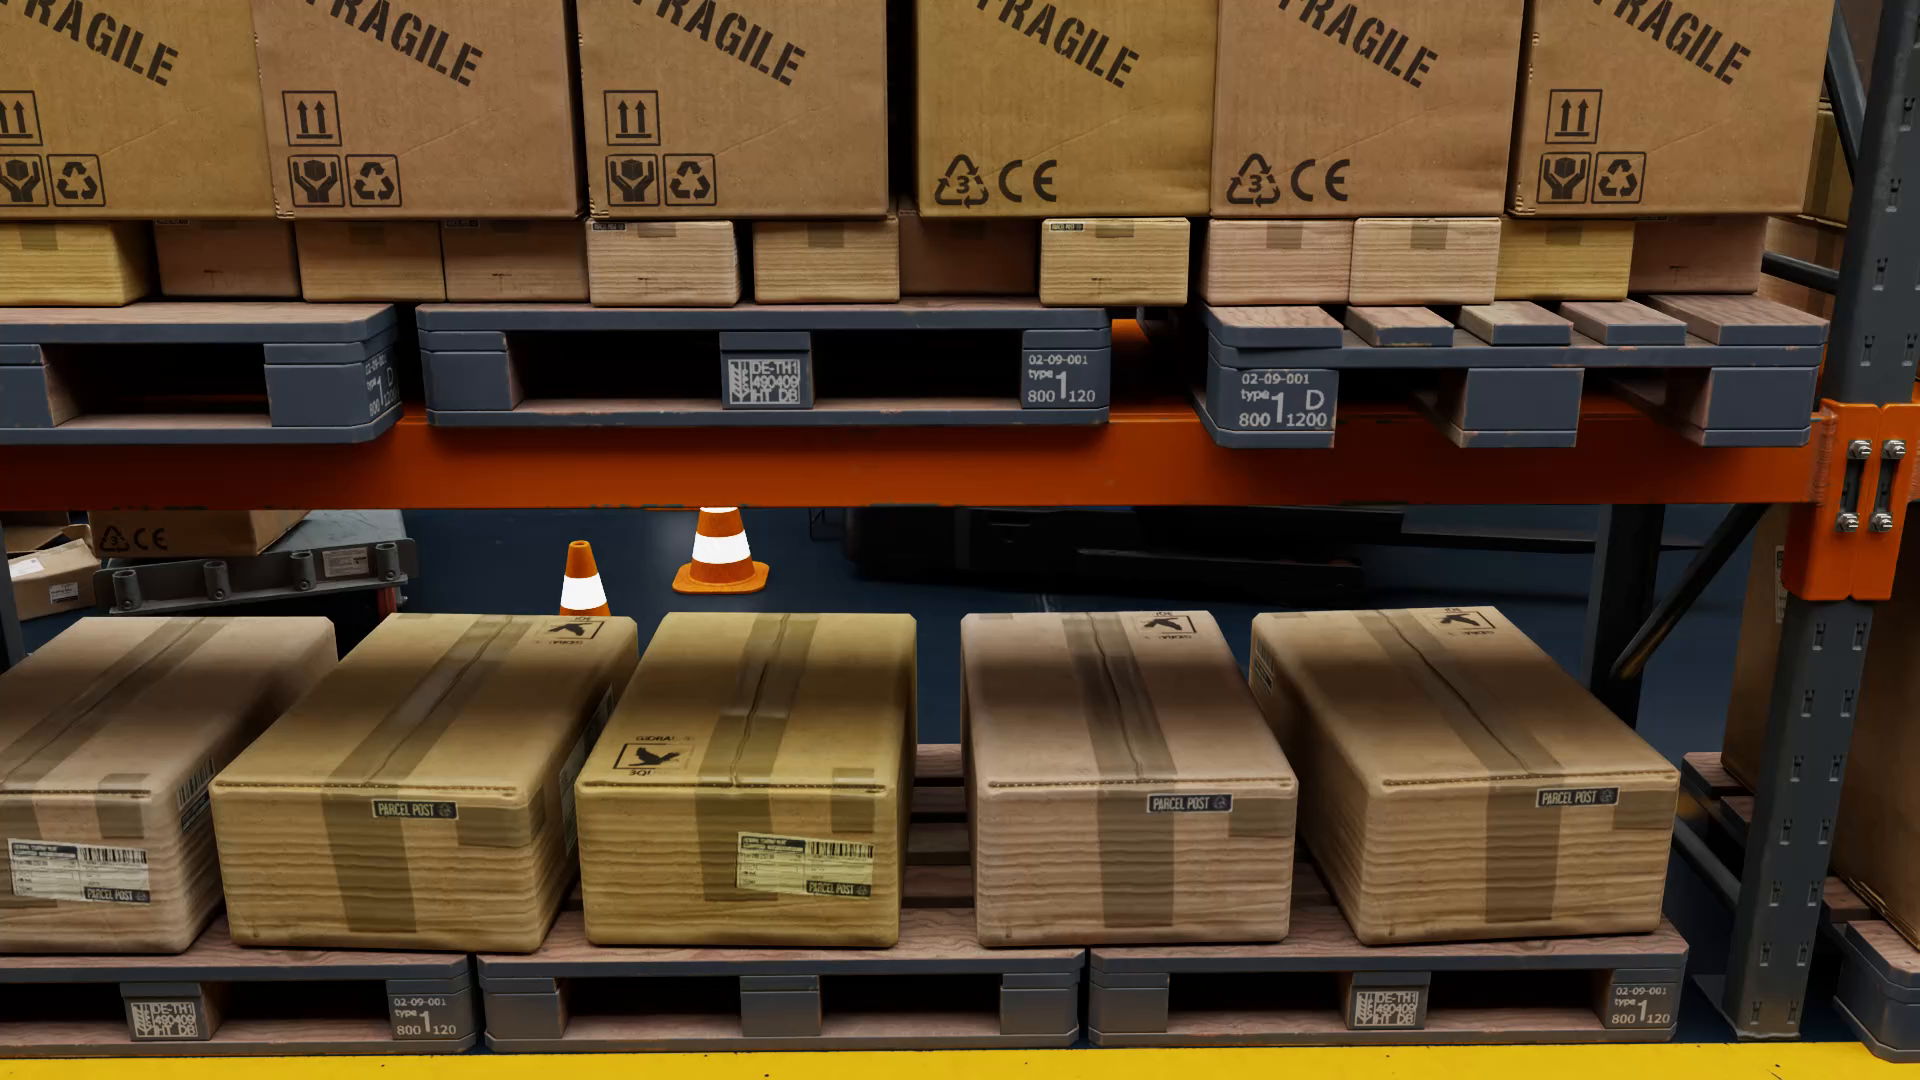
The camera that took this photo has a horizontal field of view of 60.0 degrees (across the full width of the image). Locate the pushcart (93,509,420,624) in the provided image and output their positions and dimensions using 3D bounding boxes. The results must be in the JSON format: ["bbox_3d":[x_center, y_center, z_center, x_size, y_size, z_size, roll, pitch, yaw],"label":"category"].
[{"bbox_3d":[-2.452,0.009,5.902,0.936,0.377,1.648,-7,19,-20],"label":"pushcart"}]

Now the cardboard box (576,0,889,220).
[{"bbox_3d":[-0.384,-0.854,2.961,0.500,0.500,0.500,-1,18,-3],"label":"cardboard box"}]

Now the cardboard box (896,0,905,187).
[{"bbox_3d":[0.128,-1.011,3.451,0.500,0.500,0.500,0,18,0],"label":"cardboard box"}]

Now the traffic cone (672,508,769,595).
[{"bbox_3d":[-0.874,-0.076,6.027,0.334,0.463,0.336,0,18,-1],"label":"traffic cone"}]

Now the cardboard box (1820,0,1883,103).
[{"bbox_3d":[2.146,-1.169,3.480,0.500,0.500,0.500,-1,18,-2],"label":"cardboard box"}]

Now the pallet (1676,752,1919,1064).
[{"bbox_3d":[2.423,0.784,3.758,1.213,0.211,1.003,0,18,-1],"label":"pallet"}]

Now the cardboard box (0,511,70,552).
[{"bbox_3d":[-3.715,-0.189,6.091,0.503,0.637,0.797,0,18,-1],"label":"cardboard box"}]

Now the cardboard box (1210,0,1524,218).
[{"bbox_3d":[0.666,-0.859,2.977,0.500,0.500,0.500,-1,18,-2],"label":"cardboard box"}]

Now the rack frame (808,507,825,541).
[{"bbox_3d":[-0.571,-0.460,6.508,0.006,0.900,0.240,3,18,9],"label":"rack frame"}]

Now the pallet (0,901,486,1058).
[{"bbox_3d":[-1.588,0.780,3.770,1.213,0.211,1.003,0,18,-1],"label":"pallet"}]

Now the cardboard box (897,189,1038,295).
[{"bbox_3d":[0.011,-0.564,3.120,0.250,0.149,0.380,0,18,0],"label":"cardboard box"}]

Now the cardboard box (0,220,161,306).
[{"bbox_3d":[-1.559,-0.529,3.008,0.250,0.149,0.380,0,18,0],"label":"cardboard box"}]

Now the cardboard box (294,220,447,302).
[{"bbox_3d":[-1.019,-0.542,3.050,0.250,0.149,0.380,0,18,0],"label":"cardboard box"}]

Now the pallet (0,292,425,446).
[{"bbox_3d":[-1.600,-0.411,3.234,1.213,0.211,1.003,0,18,-1],"label":"pallet"}]

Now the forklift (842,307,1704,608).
[{"bbox_3d":[1.129,-1.334,5.906,3.031,2.935,1.130,3,18,9],"label":"forklift"}]

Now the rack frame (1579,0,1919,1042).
[{"bbox_3d":[1.633,-0.563,3.391,0.127,3.000,1.000,0,18,-1],"label":"rack frame"}]

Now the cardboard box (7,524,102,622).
[{"bbox_3d":[-3.215,0.107,5.780,0.396,0.266,0.258,-15,23,-39],"label":"cardboard box"}]

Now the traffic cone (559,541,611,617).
[{"bbox_3d":[-1.148,0.231,5.070,0.334,0.463,0.336,0,18,-1],"label":"traffic cone"}]

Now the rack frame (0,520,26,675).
[{"bbox_3d":[-2.366,-0.544,3.331,0.127,3.000,1.000,0,18,-1],"label":"rack frame"}]

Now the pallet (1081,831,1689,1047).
[{"bbox_3d":[0.852,0.768,3.807,1.213,0.211,1.003,0,18,-1],"label":"pallet"}]

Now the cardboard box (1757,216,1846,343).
[{"bbox_3d":[2.135,-0.573,3.669,0.500,0.250,0.500,-1,18,-3],"label":"cardboard box"}]

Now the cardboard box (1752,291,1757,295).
[{"bbox_3d":[3.692,-1.019,8.219,0.500,0.500,0.500,-1,18,-2],"label":"cardboard box"}]

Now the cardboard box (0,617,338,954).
[{"bbox_3d":[-1.842,0.504,3.679,0.625,0.372,0.950,0,18,0],"label":"cardboard box"}]

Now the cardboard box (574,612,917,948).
[{"bbox_3d":[-0.428,0.496,3.705,0.625,0.372,0.950,0,18,1],"label":"cardboard box"}]

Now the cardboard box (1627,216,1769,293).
[{"bbox_3d":[1.309,-0.570,3.137,0.250,0.149,0.380,0,18,1],"label":"cardboard box"}]

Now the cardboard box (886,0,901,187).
[{"bbox_3d":[-0.372,-1.011,3.451,0.500,0.500,0.500,-1,18,-3],"label":"cardboard box"}]

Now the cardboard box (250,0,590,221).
[{"bbox_3d":[-0.898,-0.848,2.943,0.500,0.500,0.500,0,18,-1],"label":"cardboard box"}]

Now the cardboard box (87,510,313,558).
[{"bbox_3d":[-2.424,-0.257,5.292,0.500,0.500,0.500,0,18,-1],"label":"cardboard box"}]

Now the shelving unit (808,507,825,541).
[{"bbox_3d":[-0.471,-0.455,6.493,0.210,0.900,0.258,3,18,9],"label":"shelving unit"}]

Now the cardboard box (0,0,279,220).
[{"bbox_3d":[-1.392,-0.850,2.949,0.500,0.500,0.500,0,18,-1],"label":"cardboard box"}]

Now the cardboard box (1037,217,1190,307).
[{"bbox_3d":[0.264,-0.527,3.004,0.250,0.149,0.380,0,18,0],"label":"cardboard box"}]

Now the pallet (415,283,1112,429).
[{"bbox_3d":[-0.345,-0.449,3.352,1.213,0.211,1.003,0,18,-1],"label":"pallet"}]

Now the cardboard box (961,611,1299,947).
[{"bbox_3d":[0.330,0.494,3.711,0.625,0.372,0.950,-1,18,-2],"label":"cardboard box"}]

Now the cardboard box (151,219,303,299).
[{"bbox_3d":[-1.277,-0.553,3.086,0.250,0.149,0.380,1,18,3],"label":"cardboard box"}]

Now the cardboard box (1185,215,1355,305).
[{"bbox_3d":[0.539,-0.533,3.021,0.250,0.149,0.380,-1,18,-3],"label":"cardboard box"}]

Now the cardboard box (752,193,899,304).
[{"bbox_3d":[-0.239,-0.538,3.038,0.250,0.149,0.380,-1,18,-3],"label":"cardboard box"}]

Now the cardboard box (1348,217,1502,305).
[{"bbox_3d":[0.791,-0.531,3.017,0.250,0.149,0.380,0,18,-1],"label":"cardboard box"}]

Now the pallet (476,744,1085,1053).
[{"bbox_3d":[-0.365,0.773,3.792,1.213,0.211,1.003,0,18,-1],"label":"pallet"}]

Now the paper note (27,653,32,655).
[{"bbox_3d":[-2.923,0.352,5.401,0.142,0.019,0.148,0,18,-1],"label":"paper note"}]

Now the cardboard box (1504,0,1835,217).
[{"bbox_3d":[1.183,-0.865,2.995,0.500,0.500,0.500,-1,18,-2],"label":"cardboard box"}]

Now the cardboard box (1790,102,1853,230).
[{"bbox_3d":[2.114,-0.809,3.587,0.500,0.250,0.500,0,18,-1],"label":"cardboard box"}]

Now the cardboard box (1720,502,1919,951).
[{"bbox_3d":[2.325,0.271,3.583,0.875,0.875,0.875,0,18,-1],"label":"cardboard box"}]

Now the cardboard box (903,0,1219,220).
[{"bbox_3d":[0.162,-0.856,2.968,0.500,0.500,0.500,-1,18,-5],"label":"cardboard box"}]

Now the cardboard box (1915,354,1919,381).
[{"bbox_3d":[2.127,-0.417,3.182,0.500,0.250,0.500,-1,18,-2],"label":"cardboard box"}]

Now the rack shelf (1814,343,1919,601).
[{"bbox_3d":[3.633,-0.230,3.531,4.000,0.370,1.077,0,18,-1],"label":"rack shelf"}]

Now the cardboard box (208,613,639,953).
[{"bbox_3d":[-1.123,0.500,3.693,0.625,0.372,0.950,1,18,3],"label":"cardboard box"}]

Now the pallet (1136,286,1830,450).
[{"bbox_3d":[0.922,-0.436,3.309,1.003,0.211,1.213,0,18,-1],"label":"pallet"}]

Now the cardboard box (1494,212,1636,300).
[{"bbox_3d":[1.042,-0.546,3.064,0.250,0.149,0.380,0,18,0],"label":"cardboard box"}]

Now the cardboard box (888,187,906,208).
[{"bbox_3d":[-0.049,-0.687,3.502,0.250,0.149,0.380,0,18,1],"label":"cardboard box"}]

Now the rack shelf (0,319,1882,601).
[{"bbox_3d":[-0.366,-0.211,3.471,4.000,0.370,1.077,0,18,-1],"label":"rack shelf"}]

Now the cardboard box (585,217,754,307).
[{"bbox_3d":[-0.505,-0.528,3.006,0.250,0.149,0.380,0,18,1],"label":"cardboard box"}]

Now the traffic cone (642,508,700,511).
[{"bbox_3d":[-1.181,-0.392,7.013,0.334,0.463,0.336,0,18,-1],"label":"traffic cone"}]

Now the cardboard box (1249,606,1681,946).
[{"bbox_3d":[1.068,0.488,3.730,0.625,0.372,0.950,-1,18,-5],"label":"cardboard box"}]

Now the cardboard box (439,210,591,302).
[{"bbox_3d":[-0.772,-0.542,3.051,0.250,0.149,0.380,0,18,0],"label":"cardboard box"}]
